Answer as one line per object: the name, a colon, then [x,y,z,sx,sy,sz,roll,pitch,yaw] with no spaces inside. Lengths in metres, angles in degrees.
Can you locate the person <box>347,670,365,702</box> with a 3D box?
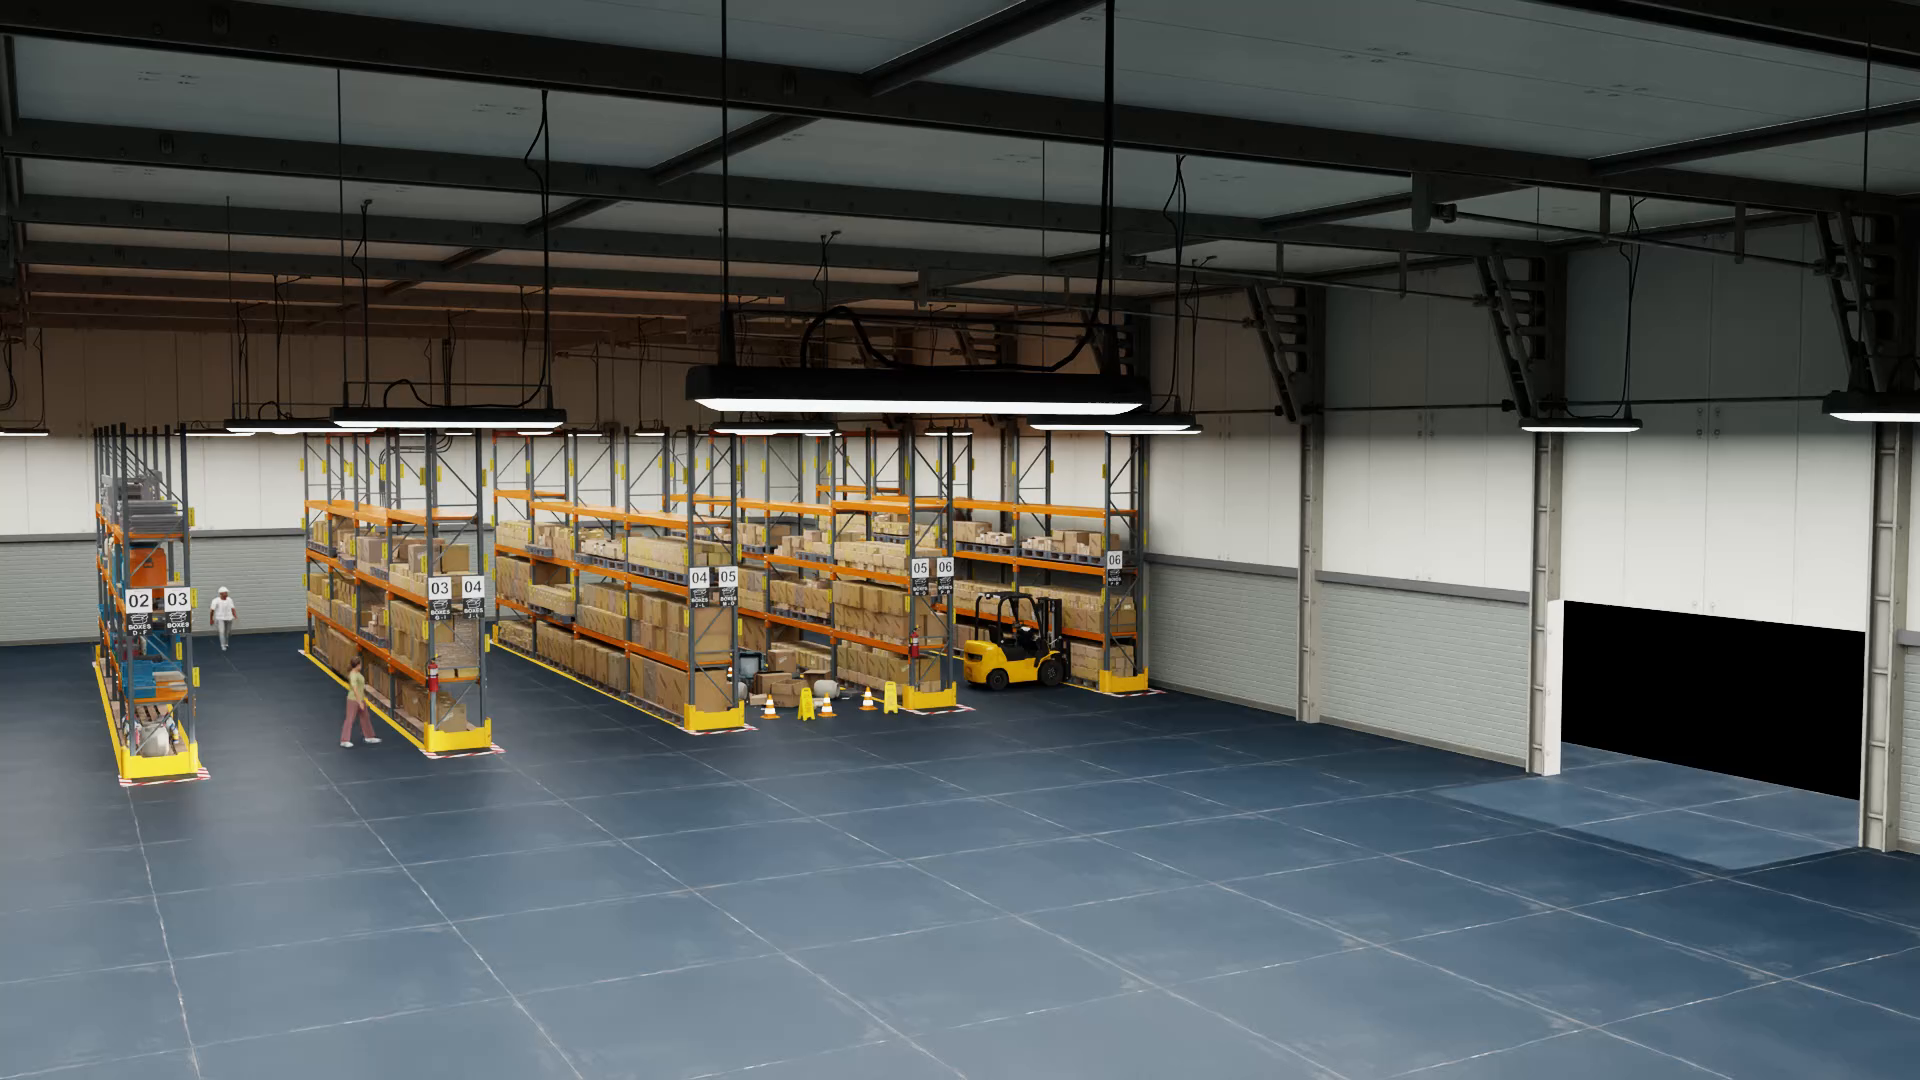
person: [-11.270,2.716,31.022,0.319,0.594,0.462,0,3,-2]

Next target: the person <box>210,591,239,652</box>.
person: [-19.891,2.154,44.965,0.692,1.681,1.079,-2,4,-34]
